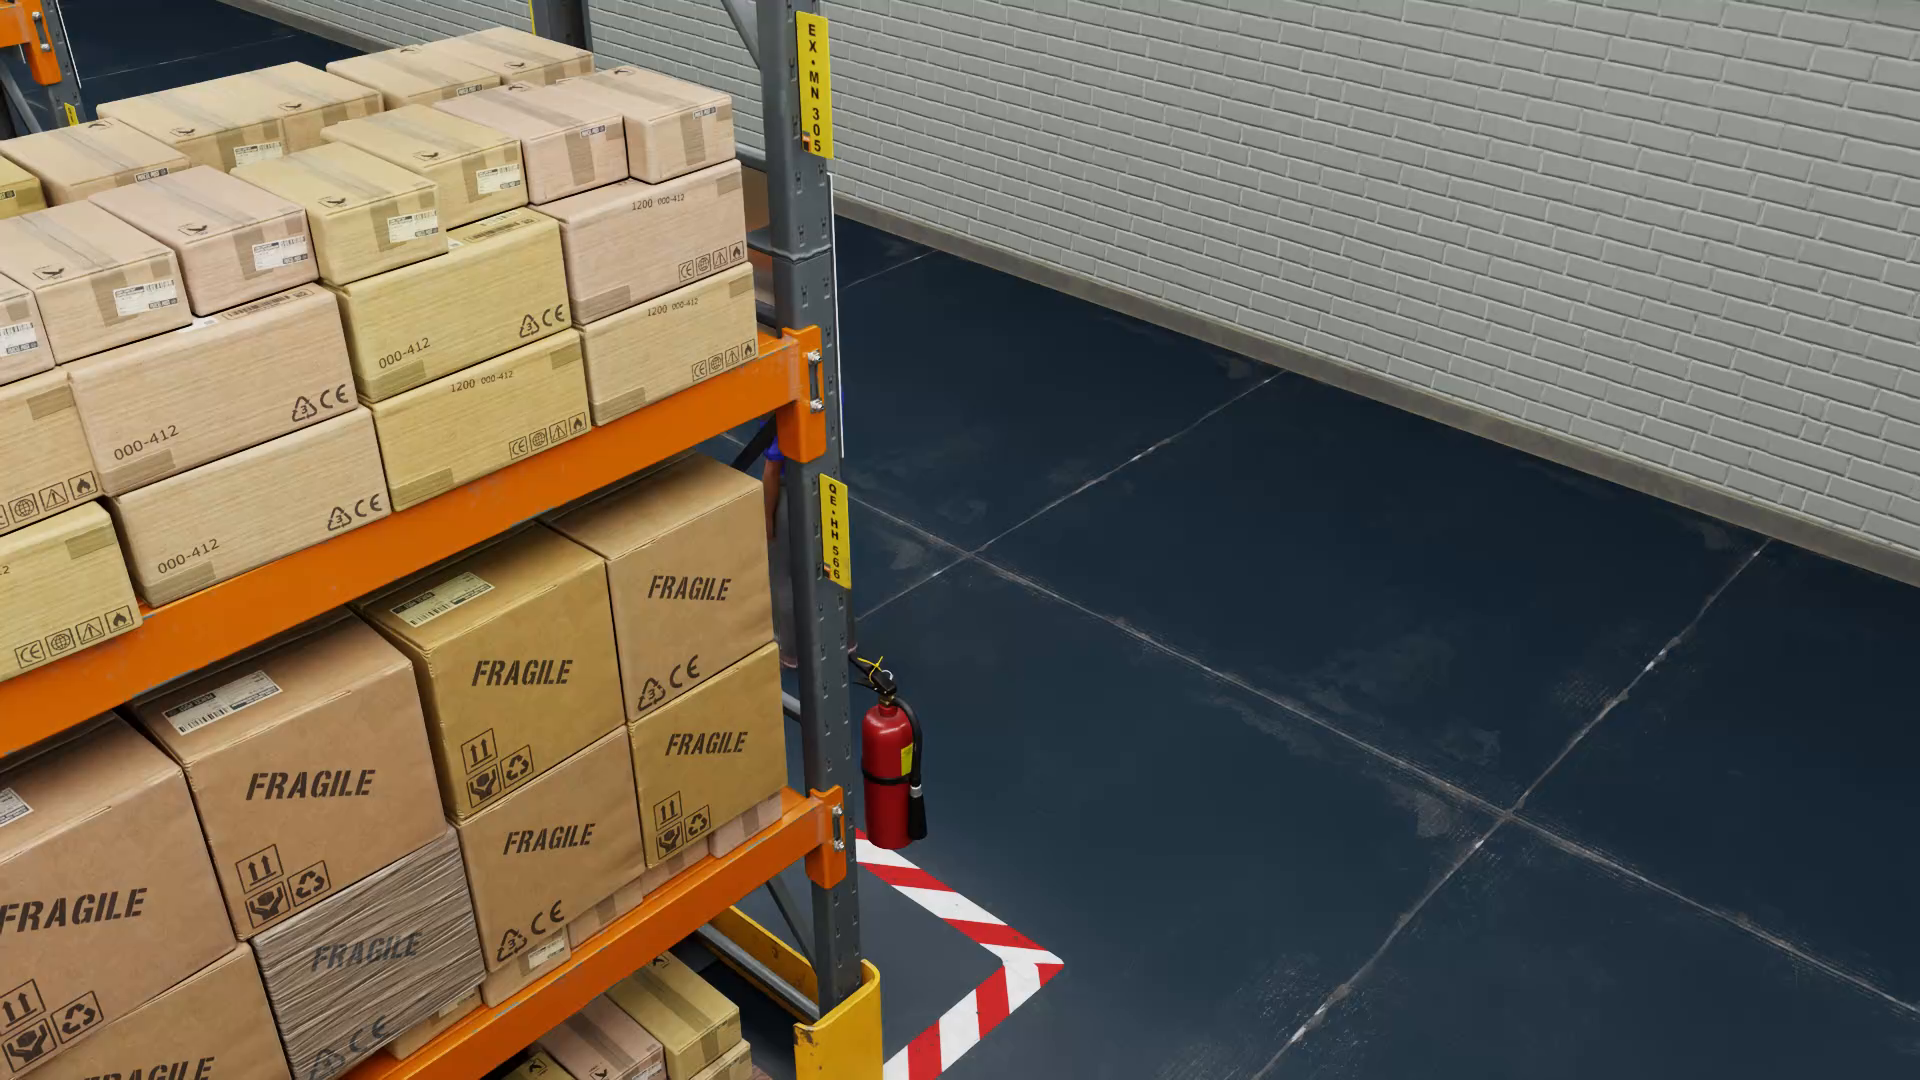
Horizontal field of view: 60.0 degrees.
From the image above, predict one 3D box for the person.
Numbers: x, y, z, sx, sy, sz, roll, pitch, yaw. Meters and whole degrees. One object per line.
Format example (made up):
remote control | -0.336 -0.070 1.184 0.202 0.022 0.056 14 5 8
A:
person | -0.725 -0.184 7.439 0.380 1.655 0.438 27 40 36
